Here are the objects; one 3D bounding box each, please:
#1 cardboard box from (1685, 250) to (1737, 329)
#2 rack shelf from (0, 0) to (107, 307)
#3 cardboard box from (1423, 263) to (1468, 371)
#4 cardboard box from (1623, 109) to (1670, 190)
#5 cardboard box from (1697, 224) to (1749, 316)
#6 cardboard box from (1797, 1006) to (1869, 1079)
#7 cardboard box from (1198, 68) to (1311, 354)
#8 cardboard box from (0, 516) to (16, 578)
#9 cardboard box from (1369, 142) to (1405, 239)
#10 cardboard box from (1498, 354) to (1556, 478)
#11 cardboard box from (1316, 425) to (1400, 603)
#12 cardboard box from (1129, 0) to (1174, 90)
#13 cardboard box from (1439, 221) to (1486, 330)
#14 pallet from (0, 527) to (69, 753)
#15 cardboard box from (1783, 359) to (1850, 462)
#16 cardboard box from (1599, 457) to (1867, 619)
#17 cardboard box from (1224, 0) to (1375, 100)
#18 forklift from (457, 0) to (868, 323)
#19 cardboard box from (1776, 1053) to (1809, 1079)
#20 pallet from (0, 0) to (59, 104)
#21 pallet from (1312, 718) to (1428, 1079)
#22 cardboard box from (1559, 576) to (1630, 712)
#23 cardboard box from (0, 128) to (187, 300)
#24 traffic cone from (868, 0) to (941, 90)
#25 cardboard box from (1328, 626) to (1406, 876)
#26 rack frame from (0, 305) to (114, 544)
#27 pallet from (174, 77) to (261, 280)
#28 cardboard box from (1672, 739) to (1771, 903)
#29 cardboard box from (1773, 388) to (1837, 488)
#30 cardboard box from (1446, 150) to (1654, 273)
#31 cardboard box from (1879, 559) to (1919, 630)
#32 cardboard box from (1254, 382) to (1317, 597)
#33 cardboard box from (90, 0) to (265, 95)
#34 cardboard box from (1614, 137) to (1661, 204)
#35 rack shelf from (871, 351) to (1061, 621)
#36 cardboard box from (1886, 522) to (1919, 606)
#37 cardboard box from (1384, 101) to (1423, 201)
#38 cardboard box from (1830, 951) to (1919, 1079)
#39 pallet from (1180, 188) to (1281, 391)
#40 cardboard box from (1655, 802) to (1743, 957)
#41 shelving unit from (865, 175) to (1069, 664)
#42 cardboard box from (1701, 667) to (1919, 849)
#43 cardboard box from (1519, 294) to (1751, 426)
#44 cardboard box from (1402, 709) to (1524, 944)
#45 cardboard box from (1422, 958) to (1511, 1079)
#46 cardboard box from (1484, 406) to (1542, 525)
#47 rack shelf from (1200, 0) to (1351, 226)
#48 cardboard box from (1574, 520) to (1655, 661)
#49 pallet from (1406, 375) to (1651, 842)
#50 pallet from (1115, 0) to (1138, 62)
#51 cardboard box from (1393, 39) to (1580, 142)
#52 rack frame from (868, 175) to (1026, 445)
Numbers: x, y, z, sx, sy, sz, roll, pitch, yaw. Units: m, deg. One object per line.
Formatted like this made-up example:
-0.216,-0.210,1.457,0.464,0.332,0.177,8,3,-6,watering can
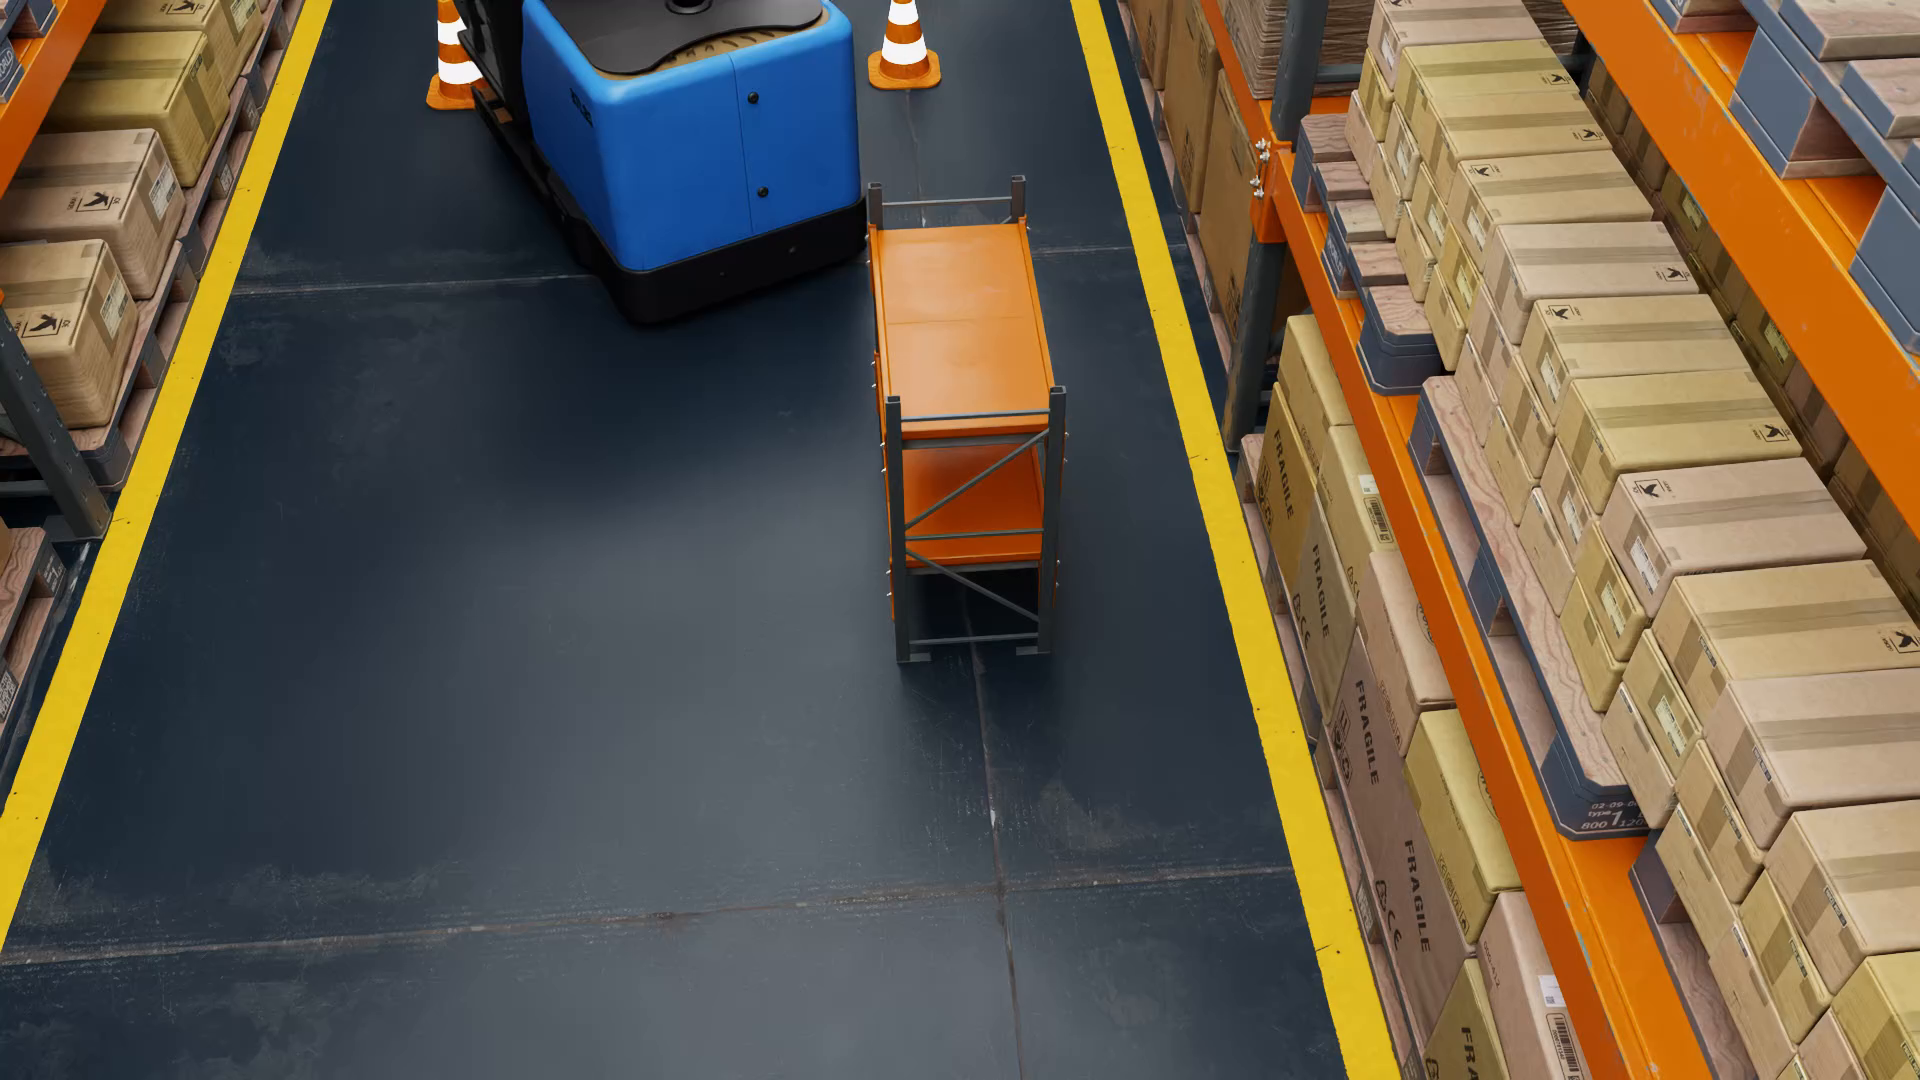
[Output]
2.021,-0.599,4.135,0.380,0.149,0.250,-4,47,-4,cardboard box
-3.628,-2.242,6.303,1.077,0.370,4.000,-3,47,-3,rack shelf
1.370,-0.554,4.092,0.380,0.149,0.250,-2,47,-1,cardboard box
1.983,-1.054,4.361,0.380,0.149,0.250,-2,47,-2,cardboard box
2.028,-0.683,4.009,0.380,0.149,0.250,-3,47,-3,cardboard box
1.545,0.851,2.557,0.380,0.149,0.250,-3,47,-3,cardboard box
1.502,-1.233,6.112,1.050,0.750,0.750,-4,47,-4,cardboard box
-3.485,0.049,4.812,0.875,0.875,0.875,-4,47,-4,cardboard box
1.322,-0.944,4.462,0.380,0.149,0.250,-1,47,-1,cardboard box
1.413,-0.283,3.631,0.380,0.149,0.250,-4,47,-4,cardboard box
1.323,-0.079,4.674,0.500,0.250,0.500,-4,47,-4,cardboard box
1.347,-2.539,7.349,1.050,0.750,0.750,-3,47,-3,cardboard box
1.376,-0.643,3.972,0.380,0.149,0.250,-3,47,-3,cardboard box
-3.470,0.492,5.139,1.003,0.211,1.213,-3,47,-3,pallet
2.069,-0.314,3.660,0.380,0.149,0.250,-2,47,-2,cardboard box
1.462,-0.006,3.164,0.380,0.149,0.250,-5,47,-5,cardboard box
1.158,-1.760,5.282,0.500,0.500,0.500,-3,47,-3,cardboard box
-1.539,-2.916,6.493,1.130,2.935,3.031,-22,50,-20,forklift
1.545,0.956,2.662,0.380,0.149,0.250,-3,47,-3,cardboard box
-3.626,-1.485,5.223,1.213,0.211,1.003,-3,47,-3,pallet
1.627,0.989,4.668,1.003,0.211,1.213,-3,47,-3,pallet
1.456,0.202,3.376,0.380,0.149,0.250,-2,47,-2,cardboard box
-3.568,-1.226,6.366,0.950,0.372,0.625,-4,47,-4,cardboard box
-0.264,-2.376,7.681,0.336,0.463,0.334,-3,47,-3,traffic cone
1.362,0.561,4.585,0.500,0.500,0.500,-5,47,-4,cardboard box
-3.461,-1.042,4.671,1.000,3.000,0.127,-3,47,-3,rack frame
-3.623,-1.530,7.053,1.003,0.211,1.213,-3,47,-3,pallet
1.500,0.474,2.914,0.380,0.149,0.250,-5,47,-5,cardboard box
2.065,-0.217,3.773,0.380,0.149,0.250,-2,47,-2,cardboard box
1.372,-0.769,3.886,0.380,0.149,0.250,-5,47,-5,cardboard box
2.109,0.162,3.414,0.380,0.149,0.250,-4,47,-4,cardboard box
1.269,-0.174,5.281,0.500,0.500,0.500,-5,47,-5,cardboard box
-3.685,-2.278,7.362,0.950,0.372,0.625,-1,47,-1,cardboard box
1.982,-0.966,4.482,0.380,0.149,0.250,-4,47,-3,cardboard box
0.001,-0.214,5.514,0.538,0.278,1.000,-3,47,-3,rack shelf
2.109,0.055,3.310,0.380,0.149,0.250,-4,47,-4,cardboard box
1.329,-1.019,4.328,0.380,0.149,0.250,-1,47,-1,cardboard box
1.547,0.742,2.455,0.380,0.149,0.250,-5,47,-4,cardboard box
1.473,-1.032,6.582,1.003,0.211,1.213,-3,47,-3,pallet
1.506,0.595,3.005,0.380,0.149,0.250,-6,47,-5,cardboard box
0.001,-0.382,5.337,0.538,1.125,1.048,-3,47,-3,shelving unit
1.505,0.365,2.812,0.380,0.149,0.250,-4,47,-3,cardboard box
1.421,-0.382,3.520,0.380,0.149,0.250,-2,47,-2,cardboard box
1.396,0.657,3.977,0.500,0.250,0.500,-5,47,-5,cardboard box
1.443,1.302,3.884,0.500,0.500,0.500,-4,47,-4,cardboard box
1.413,-0.179,3.737,0.380,0.149,0.250,-3,47,-3,cardboard box
1.296,-2.616,6.657,1.077,0.370,4.000,-3,47,-3,rack shelf
1.454,0.088,3.280,0.380,0.149,0.250,-3,47,-3,cardboard box
1.670,0.079,3.741,1.003,0.211,1.213,-3,47,-3,pallet
1.268,-2.798,8.254,1.003,0.211,1.213,-3,47,-3,pallet
1.334,-1.138,4.236,0.380,0.149,0.250,-5,47,-4,cardboard box
-0.042,-0.750,5.685,0.500,1.125,0.032,-3,47,-3,rack frame
